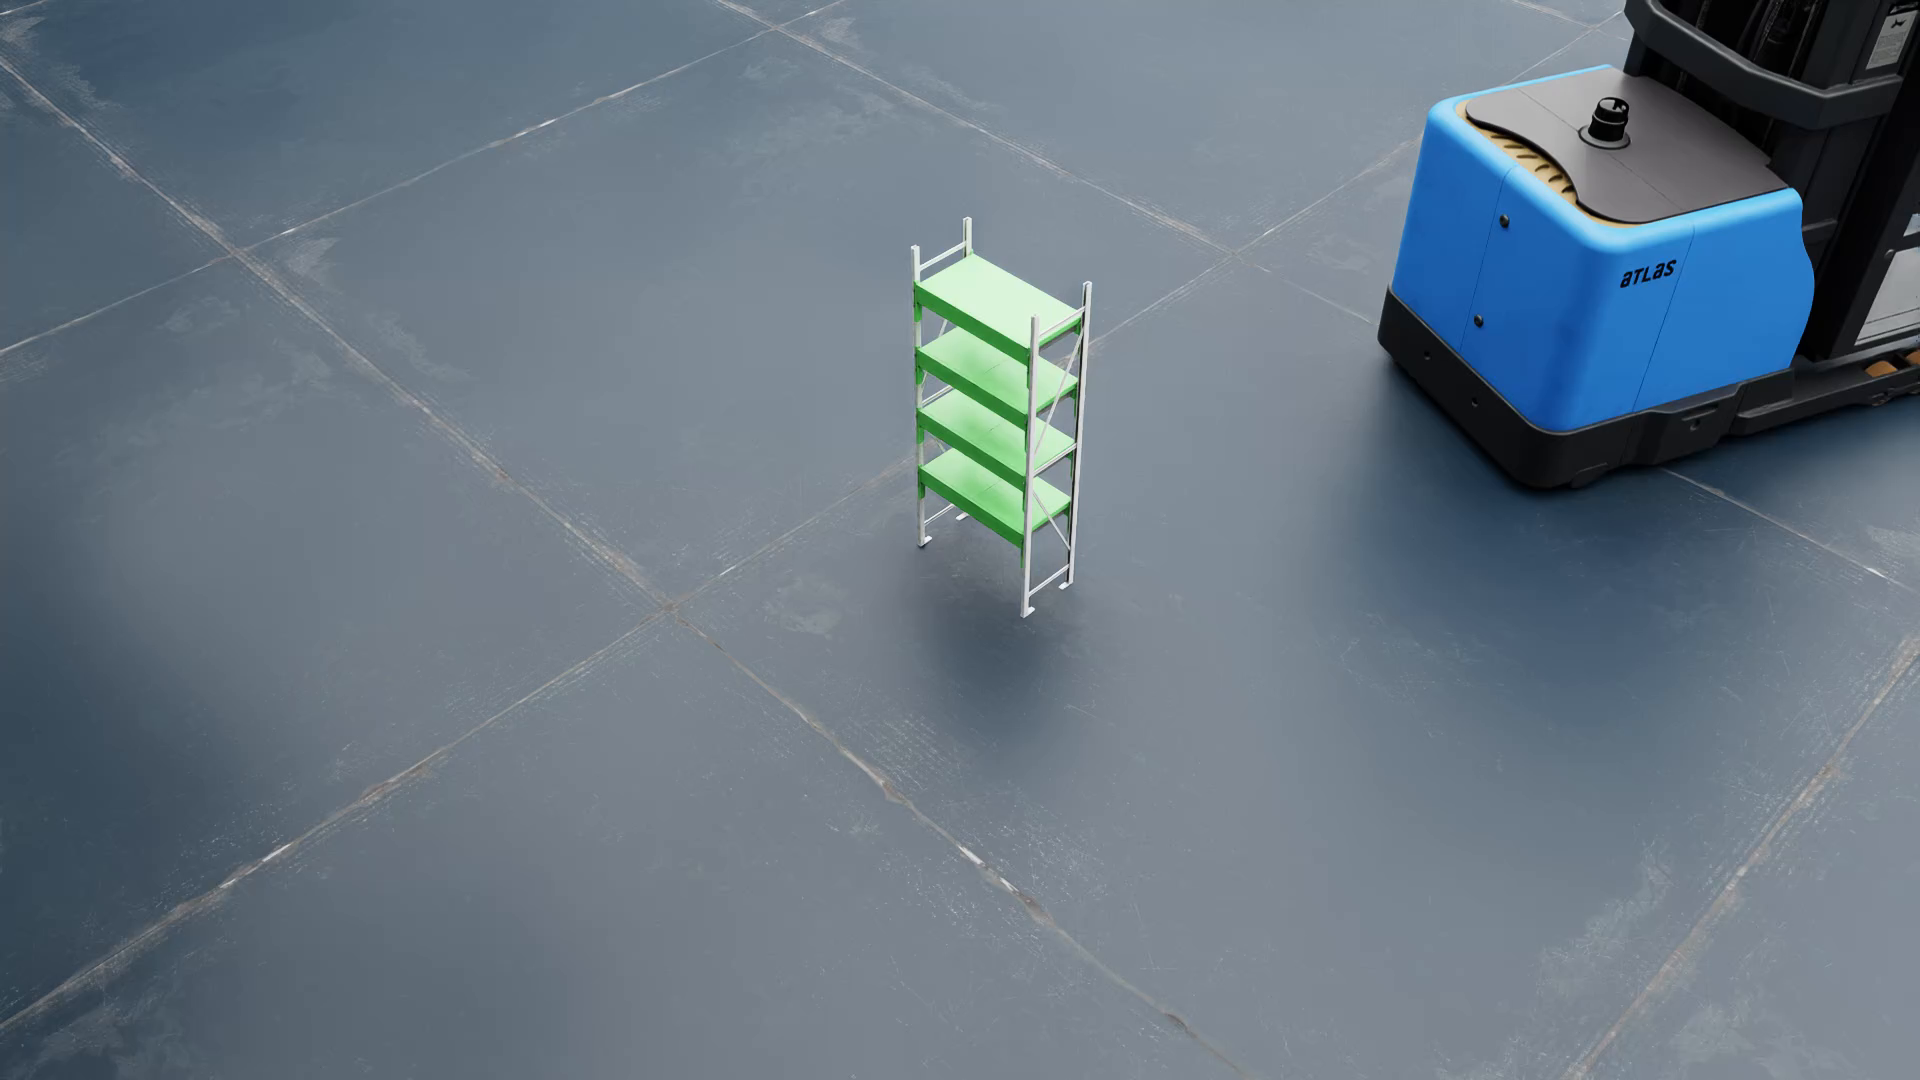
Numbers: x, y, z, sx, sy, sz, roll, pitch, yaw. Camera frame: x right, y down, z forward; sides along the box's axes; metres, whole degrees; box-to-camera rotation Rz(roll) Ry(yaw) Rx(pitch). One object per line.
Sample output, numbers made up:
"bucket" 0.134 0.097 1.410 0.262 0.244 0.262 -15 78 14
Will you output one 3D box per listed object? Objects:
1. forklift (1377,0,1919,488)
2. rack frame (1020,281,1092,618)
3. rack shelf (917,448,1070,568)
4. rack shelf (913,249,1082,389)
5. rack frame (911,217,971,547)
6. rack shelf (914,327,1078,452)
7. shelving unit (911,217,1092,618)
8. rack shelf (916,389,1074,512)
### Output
"forklift" 3.198 -1.903 5.650 3.031 2.935 1.130 -15 45 -16
"rack frame" 0.289 -0.244 5.130 0.240 1.200 0.015 -34 53 -31
"rack shelf" 0.117 -0.138 5.463 0.258 0.148 0.480 -34 53 -31
"rack shelf" 0.117 -0.667 4.974 0.258 0.148 0.480 -34 53 -31
"rack frame" -0.055 -0.478 5.384 0.240 1.200 0.015 -34 53 -31
"rack shelf" 0.117 -0.490 5.137 0.258 0.148 0.480 -34 53 -31
"shelving unit" 0.117 -0.361 5.257 0.258 1.200 0.503 -34 53 -31
"rack shelf" 0.117 -0.314 5.300 0.258 0.148 0.480 -34 53 -31
